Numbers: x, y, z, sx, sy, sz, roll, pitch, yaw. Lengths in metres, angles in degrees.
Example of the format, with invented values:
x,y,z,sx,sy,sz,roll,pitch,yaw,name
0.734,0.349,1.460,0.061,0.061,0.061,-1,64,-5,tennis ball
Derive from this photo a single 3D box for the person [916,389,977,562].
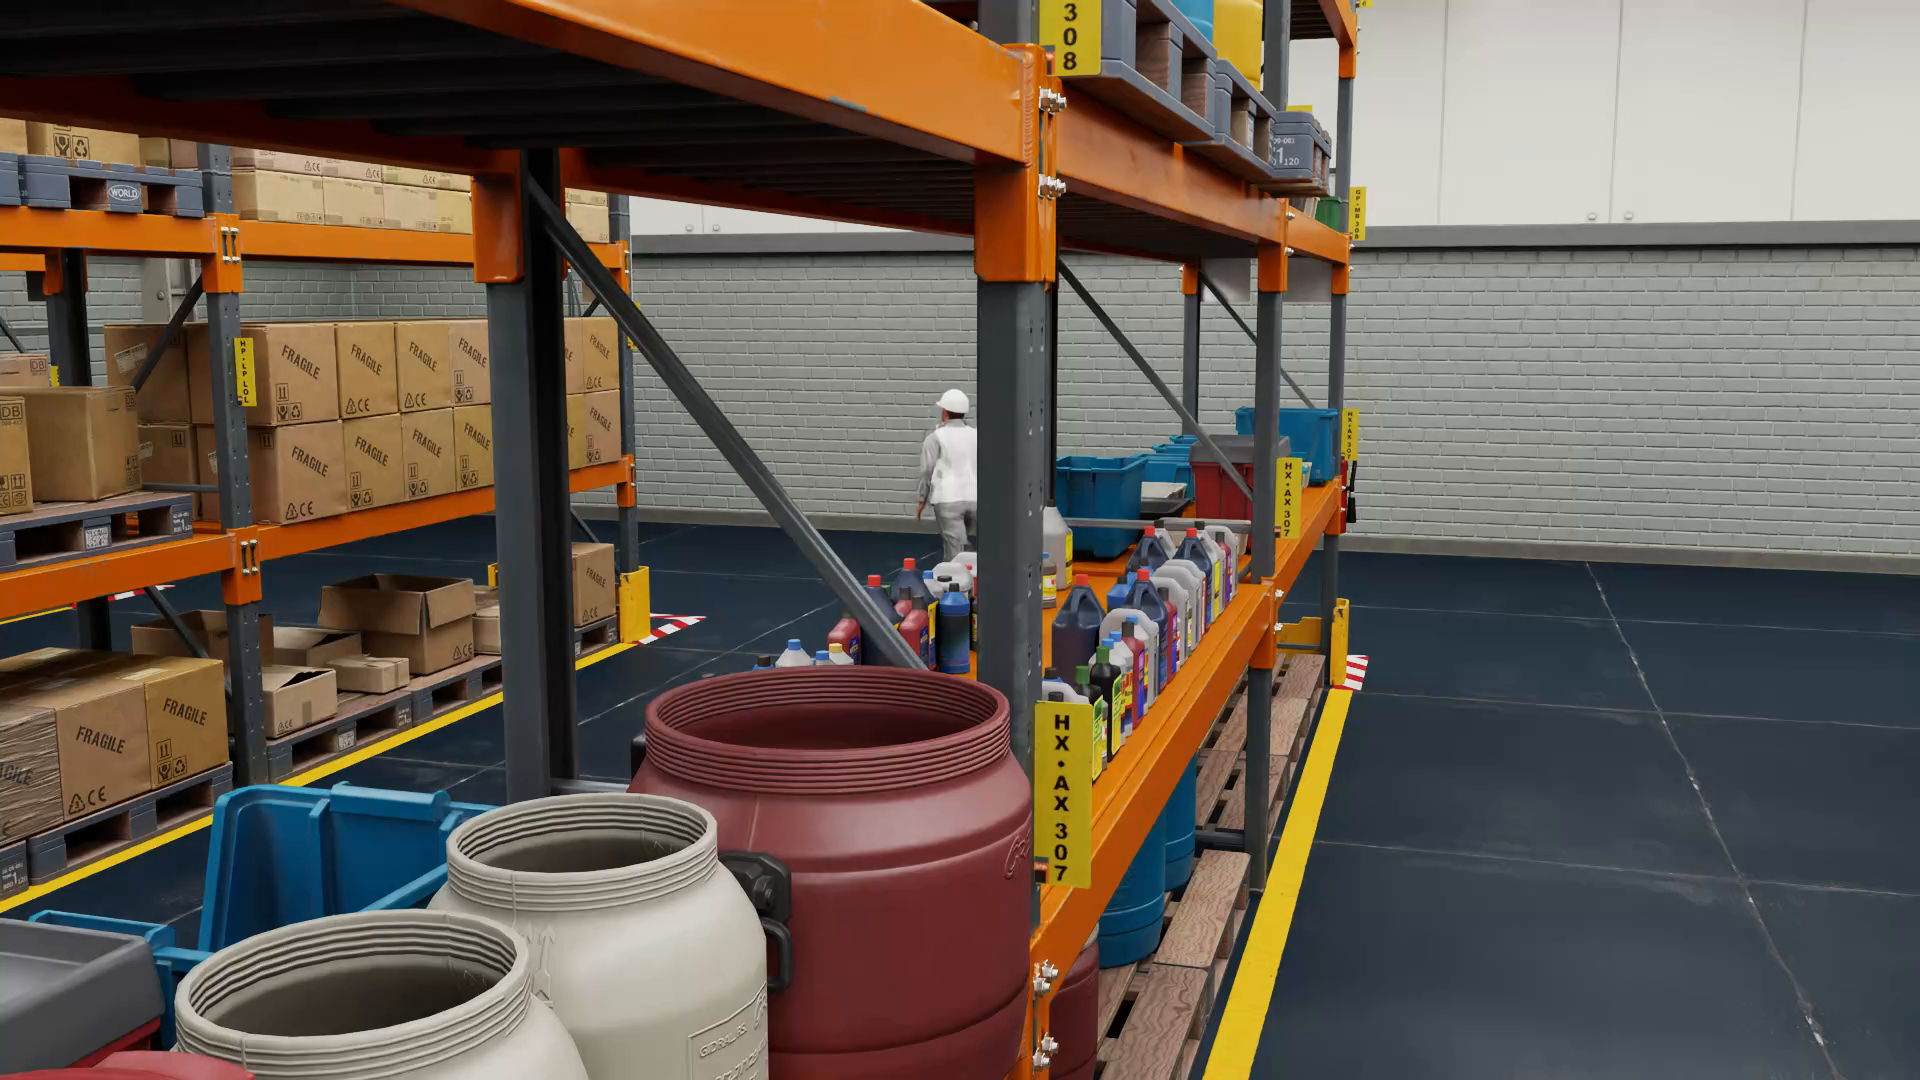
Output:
x,y,z,sx,sy,sz,roll,pitch,yaw,name
-0.044,-0.298,12.870,0.559,1.727,1.055,-5,10,-32,person
